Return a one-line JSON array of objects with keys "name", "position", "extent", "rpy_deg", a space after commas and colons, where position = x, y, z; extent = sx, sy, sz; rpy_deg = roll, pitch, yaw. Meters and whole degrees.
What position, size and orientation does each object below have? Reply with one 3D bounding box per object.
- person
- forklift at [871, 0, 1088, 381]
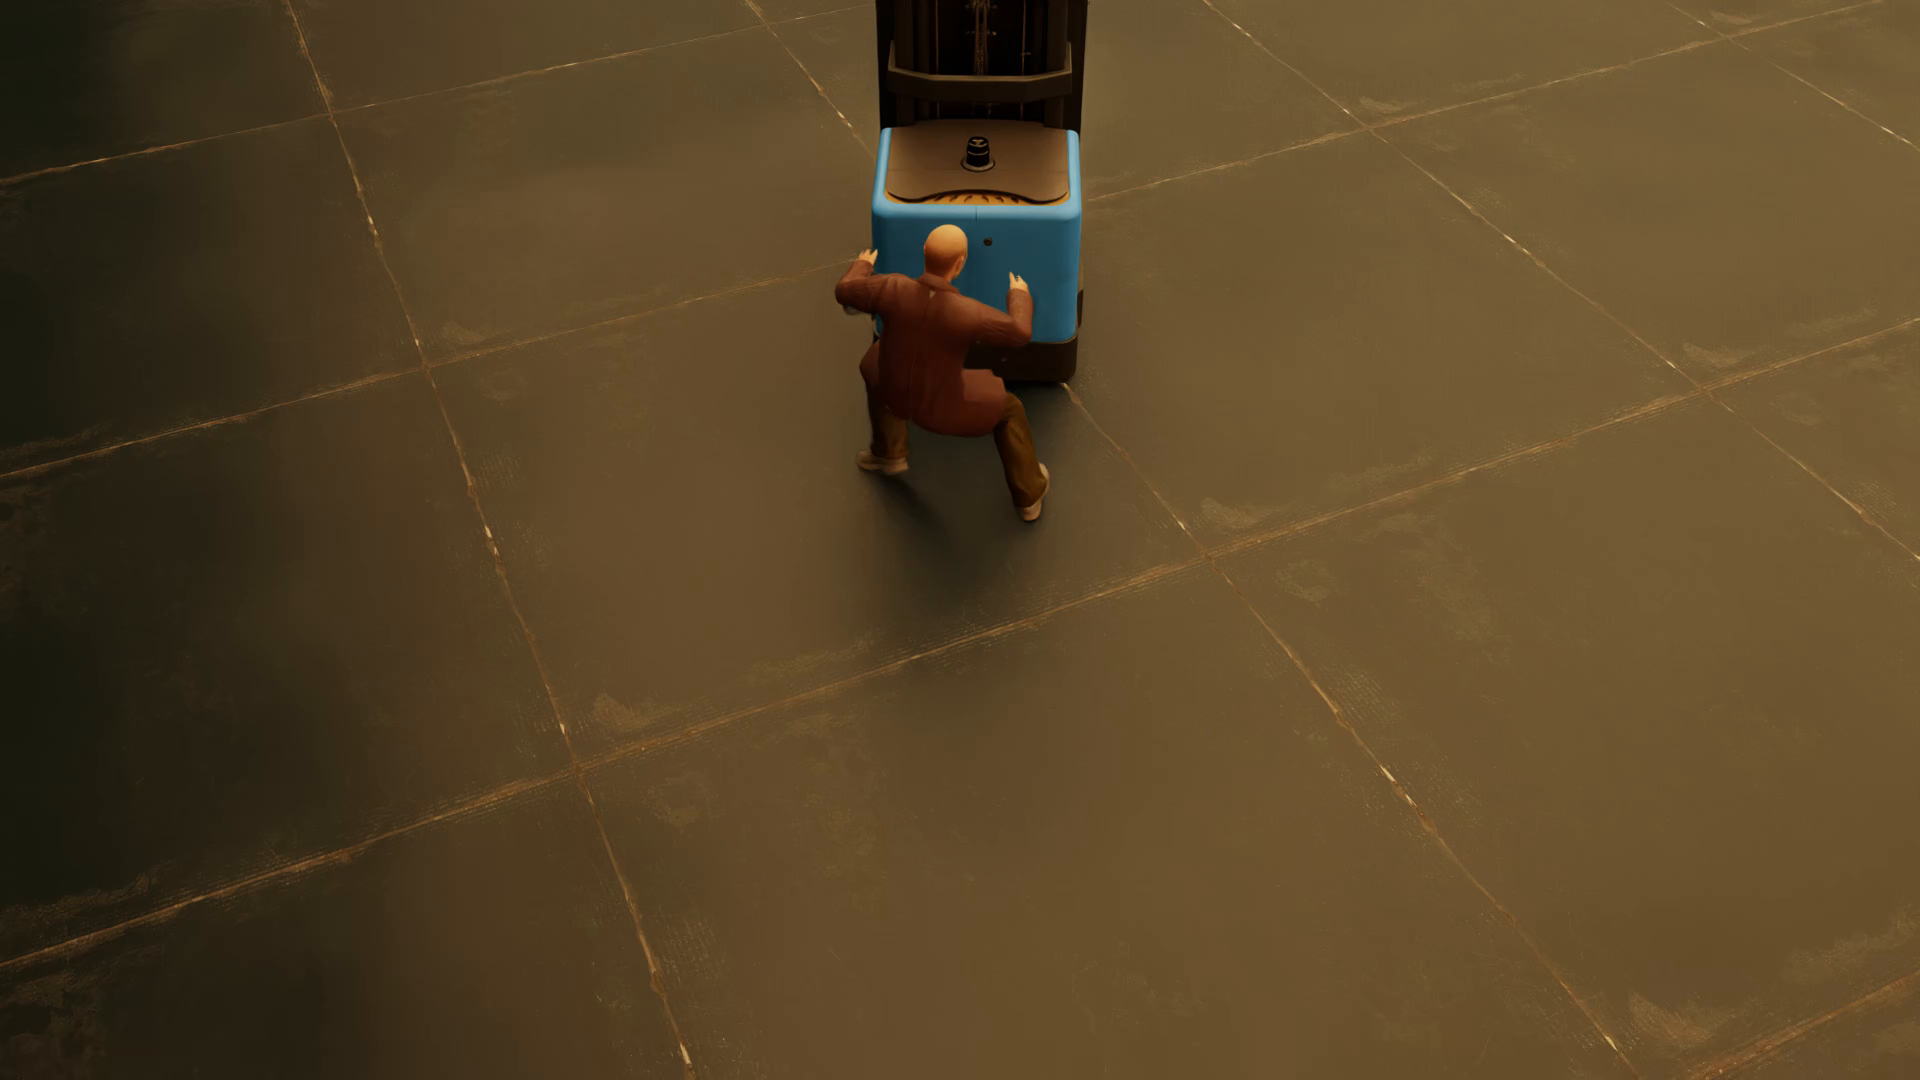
[{"name": "person", "position": [-0.079, -0.841, 7.596], "extent": [1.031, 1.544, 0.780], "rpy_deg": [16, 45, 17]}, {"name": "forklift", "position": [0.118, -2.881, 8.768], "extent": [1.130, 2.935, 3.031], "rpy_deg": [1, 43, 1]}]
